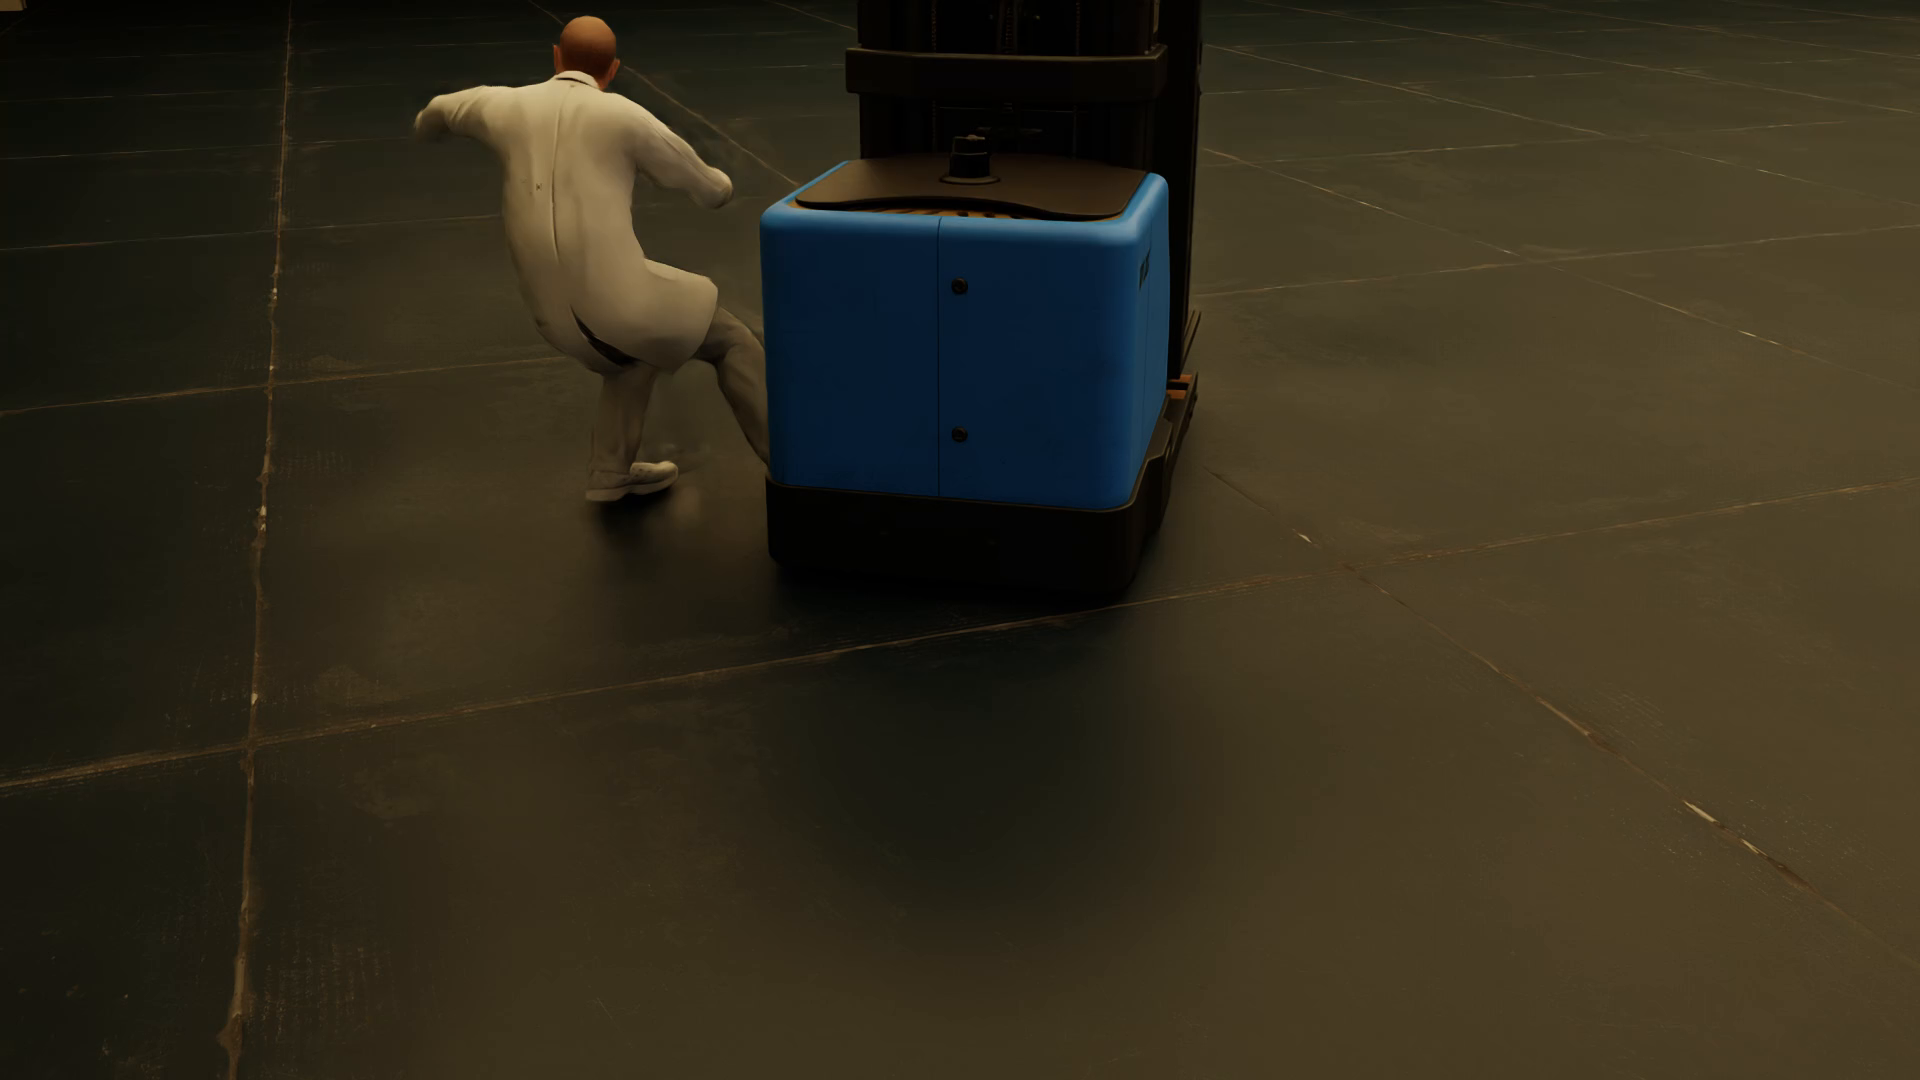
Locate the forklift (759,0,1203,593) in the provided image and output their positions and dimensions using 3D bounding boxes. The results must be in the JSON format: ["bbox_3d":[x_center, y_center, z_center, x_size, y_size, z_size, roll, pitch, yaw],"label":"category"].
[{"bbox_3d":[0.267,-1.749,5.456,1.130,2.935,3.031,5,23,11],"label":"forklift"}]

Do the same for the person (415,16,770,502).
[{"bbox_3d":[-1.055,-0.873,5.233,1.617,1.485,0.806,4,23,10],"label":"person"}]
